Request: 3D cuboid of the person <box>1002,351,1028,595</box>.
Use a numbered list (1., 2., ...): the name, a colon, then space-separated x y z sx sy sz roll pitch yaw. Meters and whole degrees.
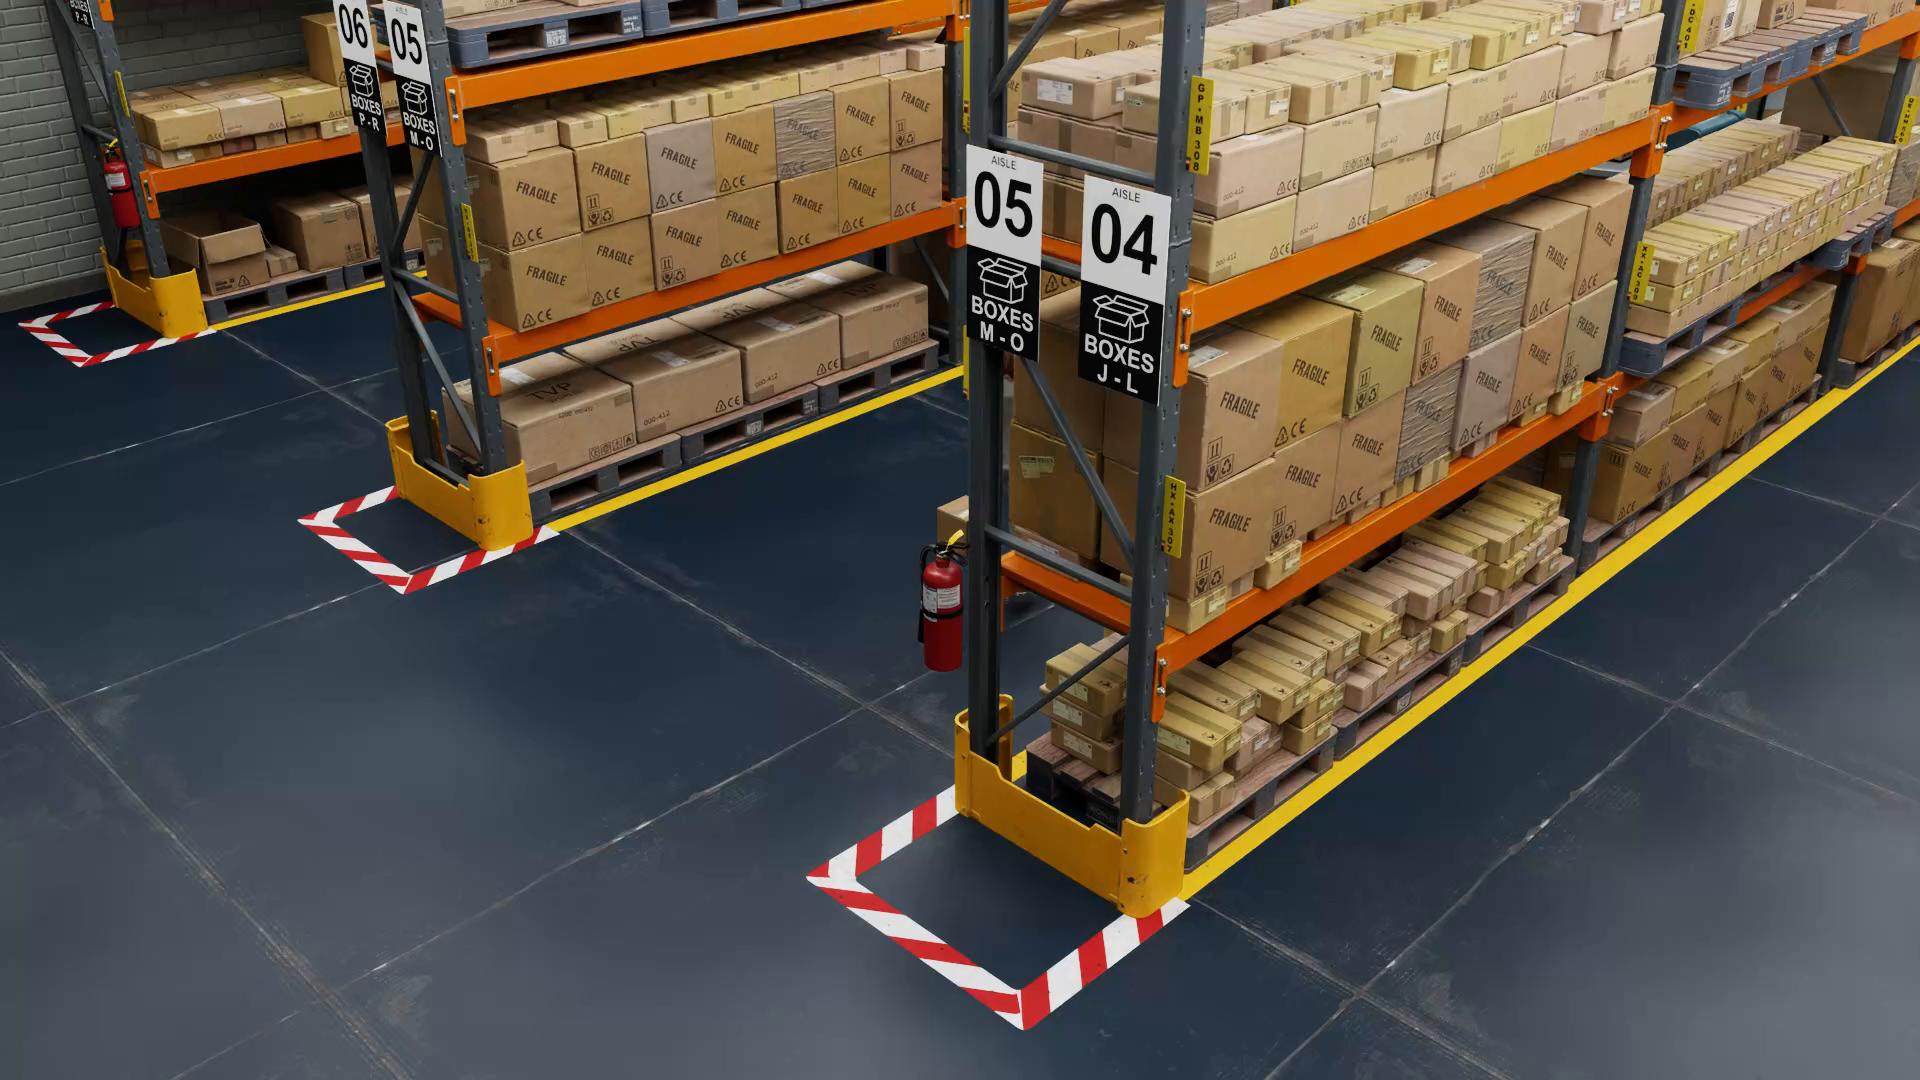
1. person: 0.352 -0.432 9.422 0.425 1.568 0.782 13 31 23
